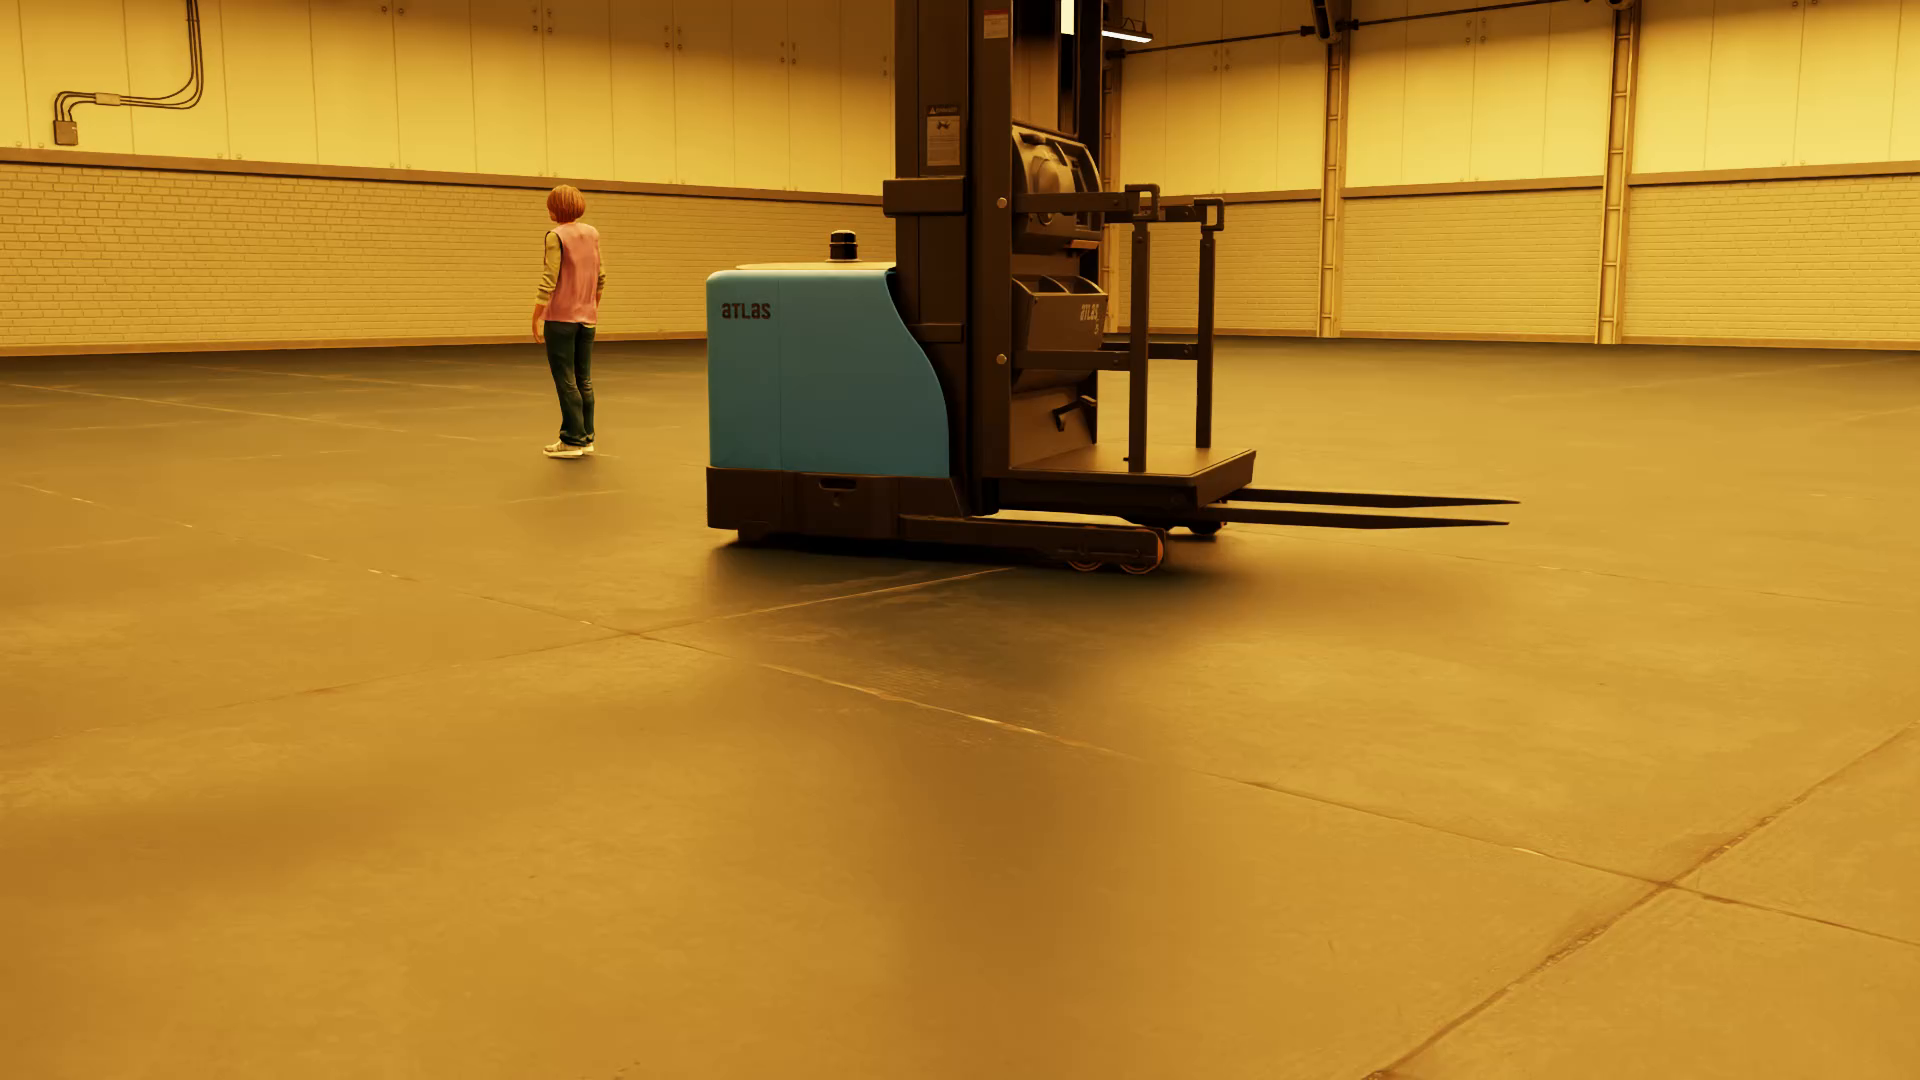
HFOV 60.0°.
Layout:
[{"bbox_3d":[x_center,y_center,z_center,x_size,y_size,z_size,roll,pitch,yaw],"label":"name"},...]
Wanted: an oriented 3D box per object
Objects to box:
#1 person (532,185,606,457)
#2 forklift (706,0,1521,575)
[{"bbox_3d":[-2.368,-1.293,9.891,0.475,1.597,0.520,6,10,33],"label":"person"},{"bbox_3d":[0.565,-1.416,6.275,3.031,2.935,1.130,3,9,22],"label":"forklift"}]
